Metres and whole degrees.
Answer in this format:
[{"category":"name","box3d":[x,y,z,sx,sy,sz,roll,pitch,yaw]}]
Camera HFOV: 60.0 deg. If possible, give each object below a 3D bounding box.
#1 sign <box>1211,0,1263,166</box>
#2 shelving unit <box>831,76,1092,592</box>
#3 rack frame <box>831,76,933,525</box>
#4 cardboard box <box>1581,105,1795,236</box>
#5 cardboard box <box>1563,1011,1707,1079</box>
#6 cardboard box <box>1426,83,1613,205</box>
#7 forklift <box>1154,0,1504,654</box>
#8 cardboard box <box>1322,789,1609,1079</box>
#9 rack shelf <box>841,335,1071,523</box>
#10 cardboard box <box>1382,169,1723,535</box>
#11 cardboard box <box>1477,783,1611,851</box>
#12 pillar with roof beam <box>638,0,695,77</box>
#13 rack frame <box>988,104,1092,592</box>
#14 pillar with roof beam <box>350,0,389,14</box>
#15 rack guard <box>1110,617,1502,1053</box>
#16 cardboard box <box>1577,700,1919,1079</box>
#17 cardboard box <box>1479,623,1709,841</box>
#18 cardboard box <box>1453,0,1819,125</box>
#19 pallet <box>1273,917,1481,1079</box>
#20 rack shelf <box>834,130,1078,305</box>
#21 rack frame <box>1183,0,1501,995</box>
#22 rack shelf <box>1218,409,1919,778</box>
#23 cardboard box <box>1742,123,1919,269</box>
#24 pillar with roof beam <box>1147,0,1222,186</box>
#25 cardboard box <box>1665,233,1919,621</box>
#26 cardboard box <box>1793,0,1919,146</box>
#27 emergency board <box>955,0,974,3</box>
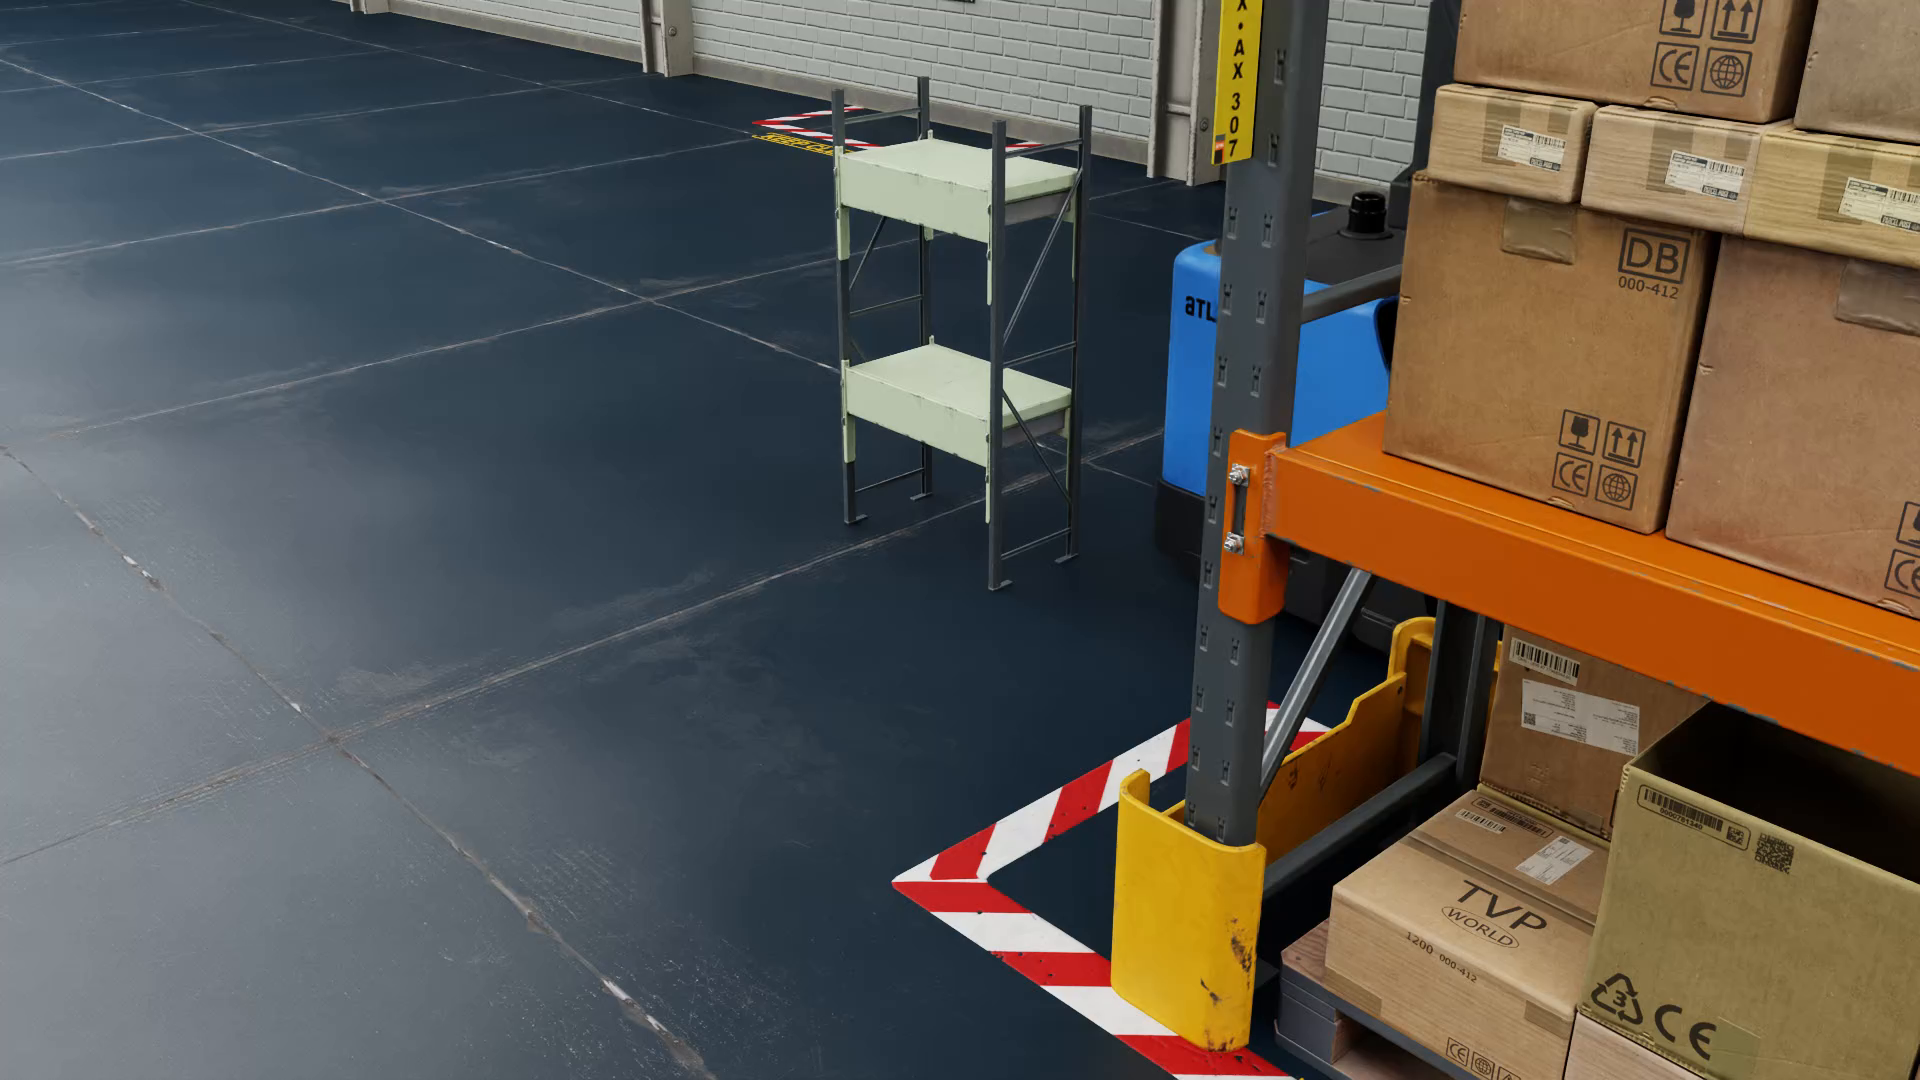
[{"category":"sign","box3d":[0.453,-0.780,2.707,0.100,0.325,0.005,-21,32,-38]},{"category":"shelving unit","box3d":[-0.005,-0.684,5.443,0.431,1.500,0.755,-21,32,-38]},{"category":"rack frame","box3d":[-0.255,-0.795,5.686,0.400,1.500,0.023,-21,32,-38]},{"category":"cardboard box","box3d":[1.156,-0.587,2.520,0.380,0.149,0.250,-22,33,-40]},{"category":"cardboard box","box3d":[1.411,0.931,2.903,0.500,0.250,0.500,-21,32,-38]},{"category":"cardboard box","box3d":[0.973,-0.666,2.694,0.380,0.149,0.250,-22,32,-39]},{"category":"forklift","box3d":[1.995,-0.930,4.256,1.130,2.935,3.031,-20,31,-37]},{"category":"cardboard box","box3d":[1.066,0.780,3.233,0.500,0.250,0.500,-21,32,-38]},{"category":"rack shelf","box3d":[-0.005,-0.388,5.578,0.431,0.370,0.720,-21,32,-38]},{"category":"cardboard box","box3d":[1.172,-0.406,2.905,0.700,0.500,0.500,-21,32,-38]},{"category":"cardboard box","box3d":[1.444,0.633,3.555,0.500,0.250,0.500,-21,32,-38]},{"category":"pillar with roof beam","box3d":[-5.759,-7.089,10.447,9.100,9.000,0.400,-21,32,-38]},{"category":"rack frame","box3d":[0.246,-0.573,5.200,0.400,1.500,0.023,-21,32,-38]},{"category":"pillar with roof beam","box3d":[-9.860,-8.907,14.432,9.100,9.000,0.400,-21,32,-38]},{"category":"rack guard","box3d":[0.846,0.625,3.779,1.175,0.500,0.348,-21,32,-38]},{"category":"cardboard box","box3d":[1.409,0.590,2.746,0.500,0.500,0.500,-21,32,-38]},{"category":"cardboard box","box3d":[1.446,0.291,3.401,0.500,0.500,0.500,-21,32,-38]},{"category":"cardboard box","box3d":[1.208,-0.980,2.601,0.700,0.500,0.500,-21,32,-38]},{"category":"pallet","box3d":[1.415,0.983,3.341,1.003,0.211,1.213,-21,32,-38]},{"category":"rack shelf","box3d":[-0.005,-1.039,5.281,0.431,0.370,0.720,-21,32,-38]},{"category":"rack frame","box3d":[0.862,-0.505,3.244,1.000,3.000,0.127,-21,32,-38]},{"category":"rack shelf","box3d":[2.229,0.428,2.065,1.077,0.370,4.000,-21,32,-38]},{"category":"cardboard box","box3d":[1.325,-0.511,2.354,0.380,0.149,0.250,-21,32,-38]},{"category":"pillar with roof beam","box3d":[-1.658,-5.271,6.462,9.100,9.000,0.400,-21,32,-38]},{"category":"cardboard box","box3d":[1.534,-0.248,2.559,0.700,0.500,0.500,-20,31,-37]},{"category":"cardboard box","box3d":[1.572,-0.822,2.255,0.700,0.500,0.500,-22,33,-40]},{"category":"emergency board","box3d":[-0.169,-4.530,12.066,0.157,1.169,0.626,-21,32,-38]}]
